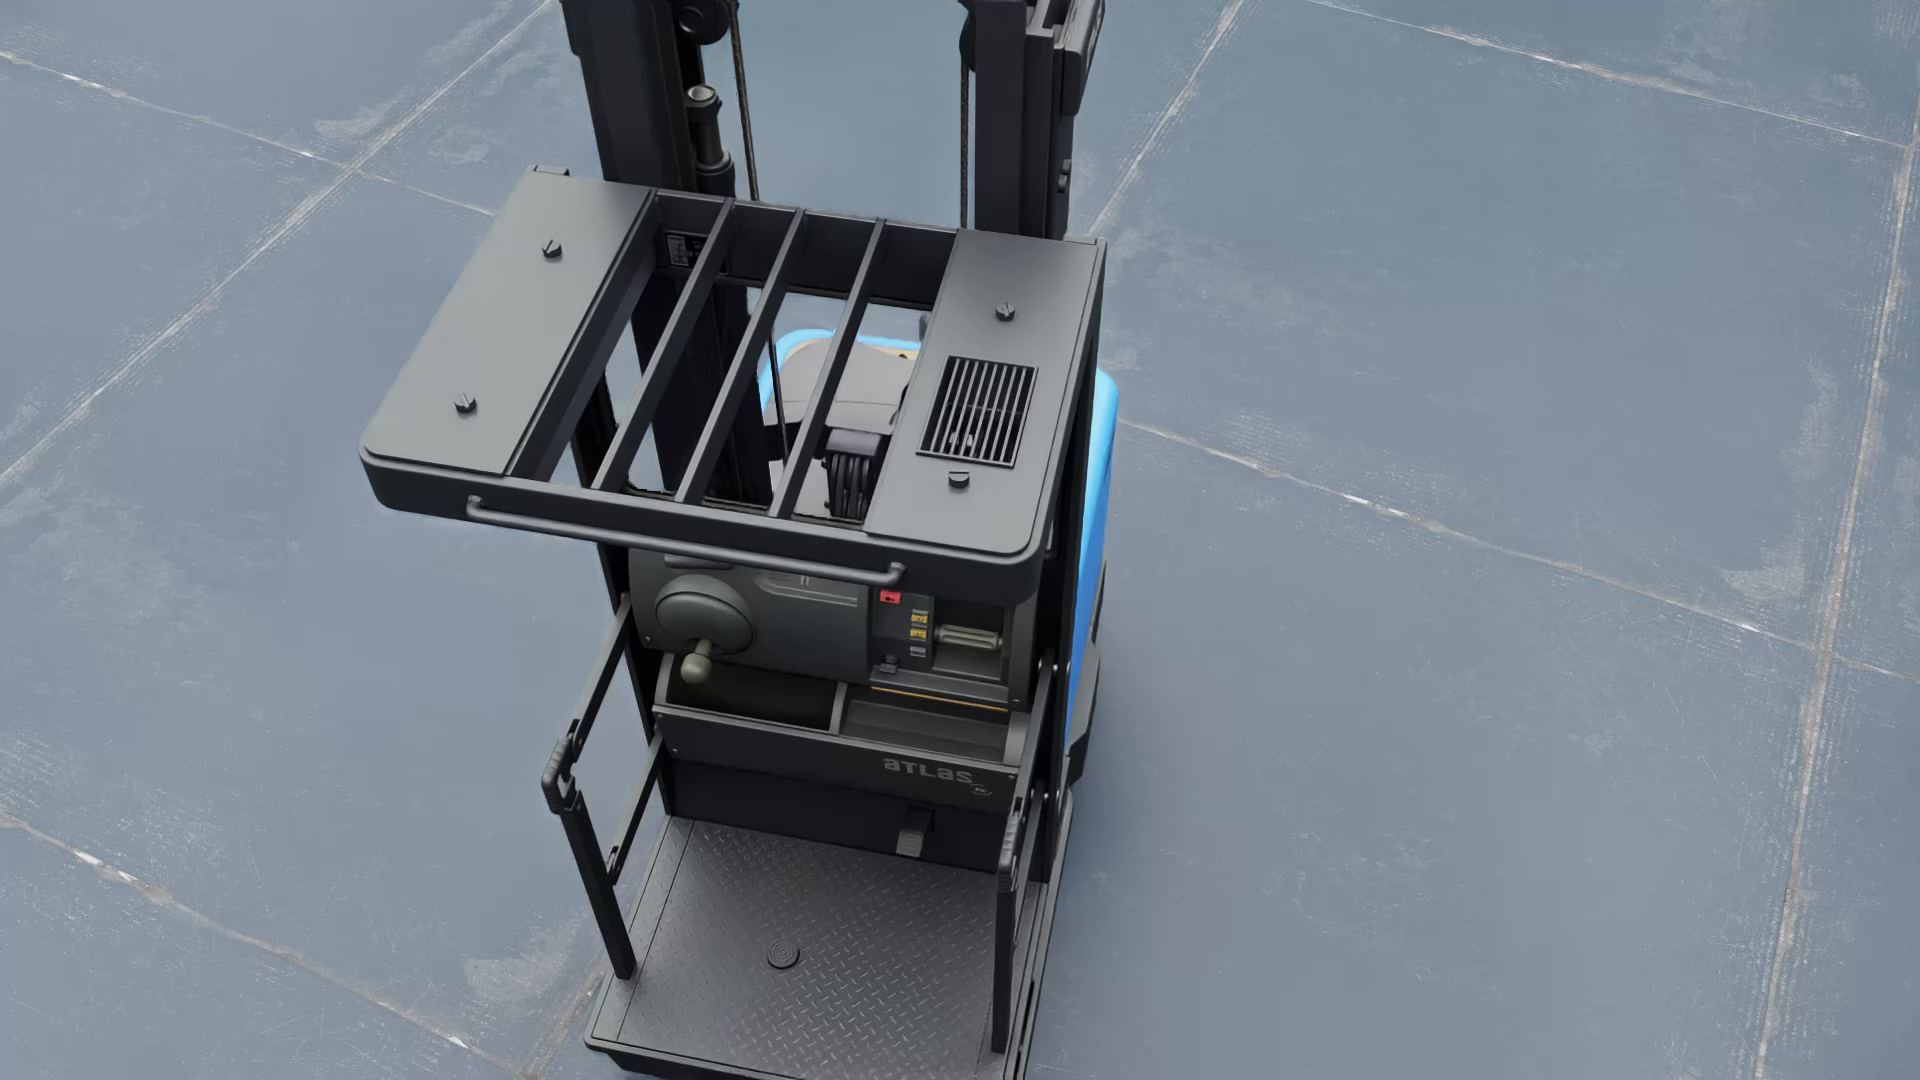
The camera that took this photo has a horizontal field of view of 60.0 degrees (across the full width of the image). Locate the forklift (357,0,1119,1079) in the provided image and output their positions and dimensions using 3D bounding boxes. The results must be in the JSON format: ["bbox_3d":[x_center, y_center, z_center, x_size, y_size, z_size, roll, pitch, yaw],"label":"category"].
[{"bbox_3d":[-0.331,0.279,3.588,1.130,2.935,3.031,9,50,7],"label":"forklift"}]

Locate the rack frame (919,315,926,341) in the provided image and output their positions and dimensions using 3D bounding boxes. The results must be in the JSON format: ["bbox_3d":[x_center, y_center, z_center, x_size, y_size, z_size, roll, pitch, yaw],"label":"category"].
[{"bbox_3d":[-0.029,-0.293,5.310,0.200,1.050,0.008,20,52,16],"label":"rack frame"}]

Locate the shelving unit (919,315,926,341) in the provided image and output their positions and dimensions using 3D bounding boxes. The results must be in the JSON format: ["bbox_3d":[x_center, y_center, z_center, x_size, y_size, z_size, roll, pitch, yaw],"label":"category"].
[{"bbox_3d":[0.023,-0.377,5.382,0.215,1.050,0.252,20,52,16],"label":"shelving unit"}]
